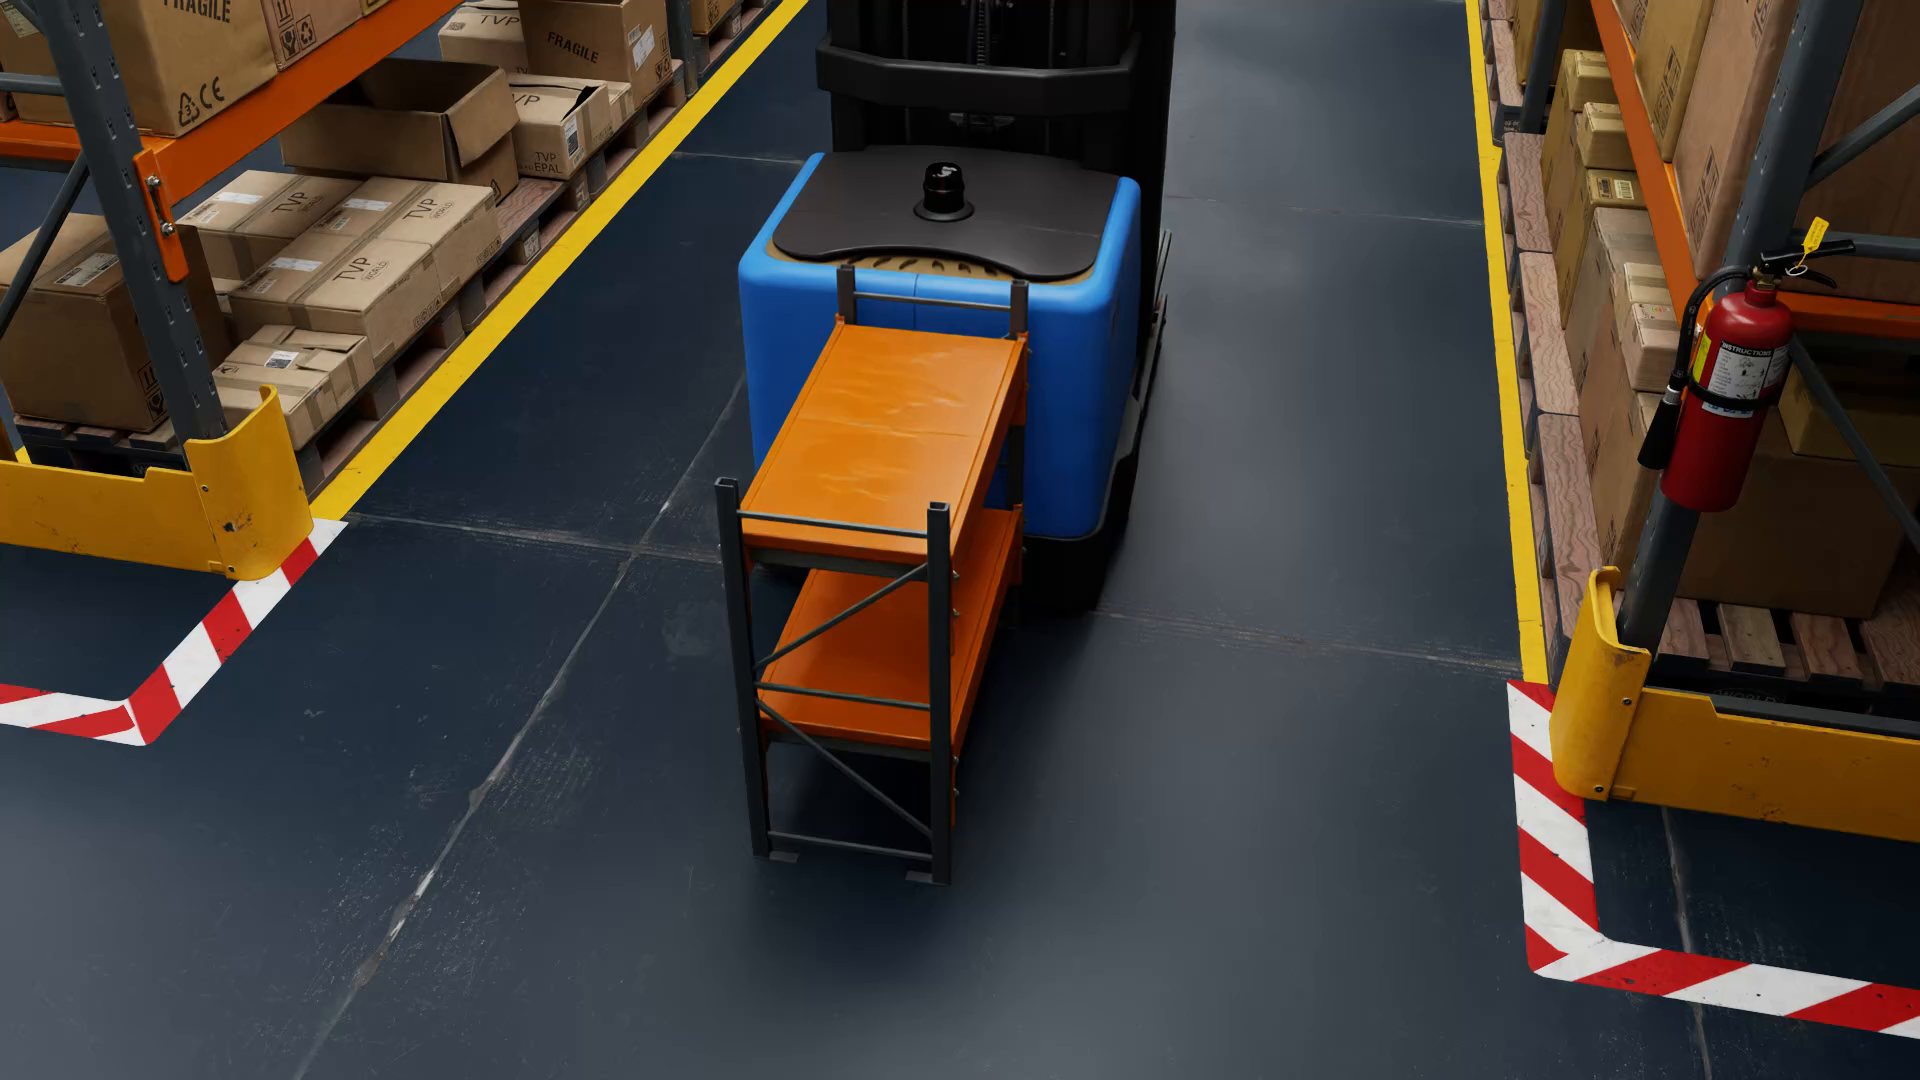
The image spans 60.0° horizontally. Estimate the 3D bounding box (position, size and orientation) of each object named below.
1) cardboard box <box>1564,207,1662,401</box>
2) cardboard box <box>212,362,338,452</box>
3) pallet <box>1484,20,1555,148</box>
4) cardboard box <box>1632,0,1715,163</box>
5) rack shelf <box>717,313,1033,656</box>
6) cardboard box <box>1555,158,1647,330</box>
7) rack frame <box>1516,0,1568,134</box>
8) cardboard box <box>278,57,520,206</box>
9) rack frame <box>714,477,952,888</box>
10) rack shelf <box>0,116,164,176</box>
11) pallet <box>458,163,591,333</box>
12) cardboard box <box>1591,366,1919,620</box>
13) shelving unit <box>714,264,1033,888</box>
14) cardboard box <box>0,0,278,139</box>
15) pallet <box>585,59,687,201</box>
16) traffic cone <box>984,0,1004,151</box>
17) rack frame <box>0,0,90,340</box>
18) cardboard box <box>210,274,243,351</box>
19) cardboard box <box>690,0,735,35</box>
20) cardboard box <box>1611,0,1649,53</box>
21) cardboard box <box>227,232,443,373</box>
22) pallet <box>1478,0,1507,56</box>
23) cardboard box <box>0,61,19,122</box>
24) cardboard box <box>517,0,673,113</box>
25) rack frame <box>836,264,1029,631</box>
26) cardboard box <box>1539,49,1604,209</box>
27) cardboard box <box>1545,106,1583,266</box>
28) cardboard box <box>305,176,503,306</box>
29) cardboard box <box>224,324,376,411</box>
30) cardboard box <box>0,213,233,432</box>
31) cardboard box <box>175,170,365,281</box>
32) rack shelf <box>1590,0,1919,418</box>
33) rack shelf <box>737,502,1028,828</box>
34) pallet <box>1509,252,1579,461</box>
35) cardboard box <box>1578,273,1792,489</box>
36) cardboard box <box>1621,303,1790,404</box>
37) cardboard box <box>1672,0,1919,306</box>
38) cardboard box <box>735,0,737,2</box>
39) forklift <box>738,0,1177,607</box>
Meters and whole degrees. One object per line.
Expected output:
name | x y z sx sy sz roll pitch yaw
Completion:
cardboard box | 2.434 -0.738 5.484 0.700 0.500 0.500 6 36 8
cardboard box | -2.247 -0.431 5.342 0.380 0.149 0.250 7 37 10
pallet | 3.114 -2.207 8.115 1.003 0.211 1.213 7 37 10
cardboard box | 2.412 -1.425 4.404 0.980 0.700 0.700 7 37 10
rack shelf | -0.170 -0.171 4.028 0.538 0.278 1.000 7 36 9
cardboard box | 2.540 -1.045 5.907 0.700 0.500 0.500 8 37 11
rack frame | 3.023 -2.884 6.673 1.000 3.000 0.127 7 37 10
cardboard box | -2.214 -1.593 6.644 0.797 0.503 0.637 7 37 10
rack frame | -0.269 0.359 3.796 0.500 1.125 0.032 7 36 9
rack shelf | -2.245 -2.144 6.099 0.919 0.124 3.809 7 37 10
pallet | -2.224 -1.279 6.835 1.003 0.211 1.213 7 37 10
cardboard box | 2.220 -0.163 4.691 0.700 0.500 0.500 7 37 10
shelving unit | -0.171 0.066 4.200 0.538 1.125 1.048 7 36 9
cardboard box | -2.319 -1.472 4.639 0.500 0.500 0.500 8 37 11
pallet | -1.965 -1.980 7.802 1.003 0.211 1.213 7 37 10
traffic cone | 0.116 -1.272 5.159 0.062 1.202 0.307 7 37 10
rack frame | -2.669 -1.209 4.363 0.949 2.616 0.053 7 37 10
cardboard box | -2.622 -0.804 5.843 0.380 0.166 0.250 7 37 10
cardboard box | -1.476 -2.916 8.472 0.500 0.500 0.500 6 36 8
cardboard box | 2.584 -1.861 5.005 0.980 0.700 0.700 6 36 8
cardboard box | -2.172 -0.837 5.817 0.500 0.250 0.500 7 37 10
pallet | 3.372 -2.908 9.083 1.003 0.211 1.213 7 37 10
cardboard box | -2.842 -1.541 4.735 0.500 0.500 0.500 8 37 11
cardboard box | -1.662 -2.307 7.632 0.500 0.500 0.500 7 37 10
rack frame | -0.072 -0.226 4.604 0.500 1.125 0.032 7 36 9
cardboard box | 2.763 -1.626 6.710 0.700 0.500 0.500 8 37 11
cardboard box | 2.652 -1.339 6.313 0.700 0.500 0.500 7 37 9
cardboard box | -2.065 -1.124 6.213 0.500 0.250 0.500 7 37 10
cardboard box | -2.193 -0.581 5.535 0.380 0.166 0.250 7 37 10
cardboard box | -2.796 -0.718 5.440 0.500 0.500 0.500 7 37 10
cardboard box | -2.564 -1.158 6.260 0.500 0.250 0.500 7 37 10
rack shelf | 2.596 -1.446 5.303 1.077 0.370 4.000 7 37 10
rack shelf | -0.171 0.264 4.343 0.538 0.278 1.000 7 36 9
pallet | 2.525 -0.627 5.936 1.003 0.211 1.213 7 37 10
cardboard box | 2.327 -0.450 5.086 0.700 0.500 0.500 7 37 10
cardboard box | 2.070 -0.522 4.633 0.380 0.149 0.250 7 37 9
cardboard box | 2.267 -1.006 3.826 0.980 0.700 0.700 9 37 12
cardboard box | -1.373 -3.223 8.896 0.500 0.500 0.500 8 37 11
forklift | 0.171 -1.854 5.310 1.130 2.935 3.031 7 36 9
